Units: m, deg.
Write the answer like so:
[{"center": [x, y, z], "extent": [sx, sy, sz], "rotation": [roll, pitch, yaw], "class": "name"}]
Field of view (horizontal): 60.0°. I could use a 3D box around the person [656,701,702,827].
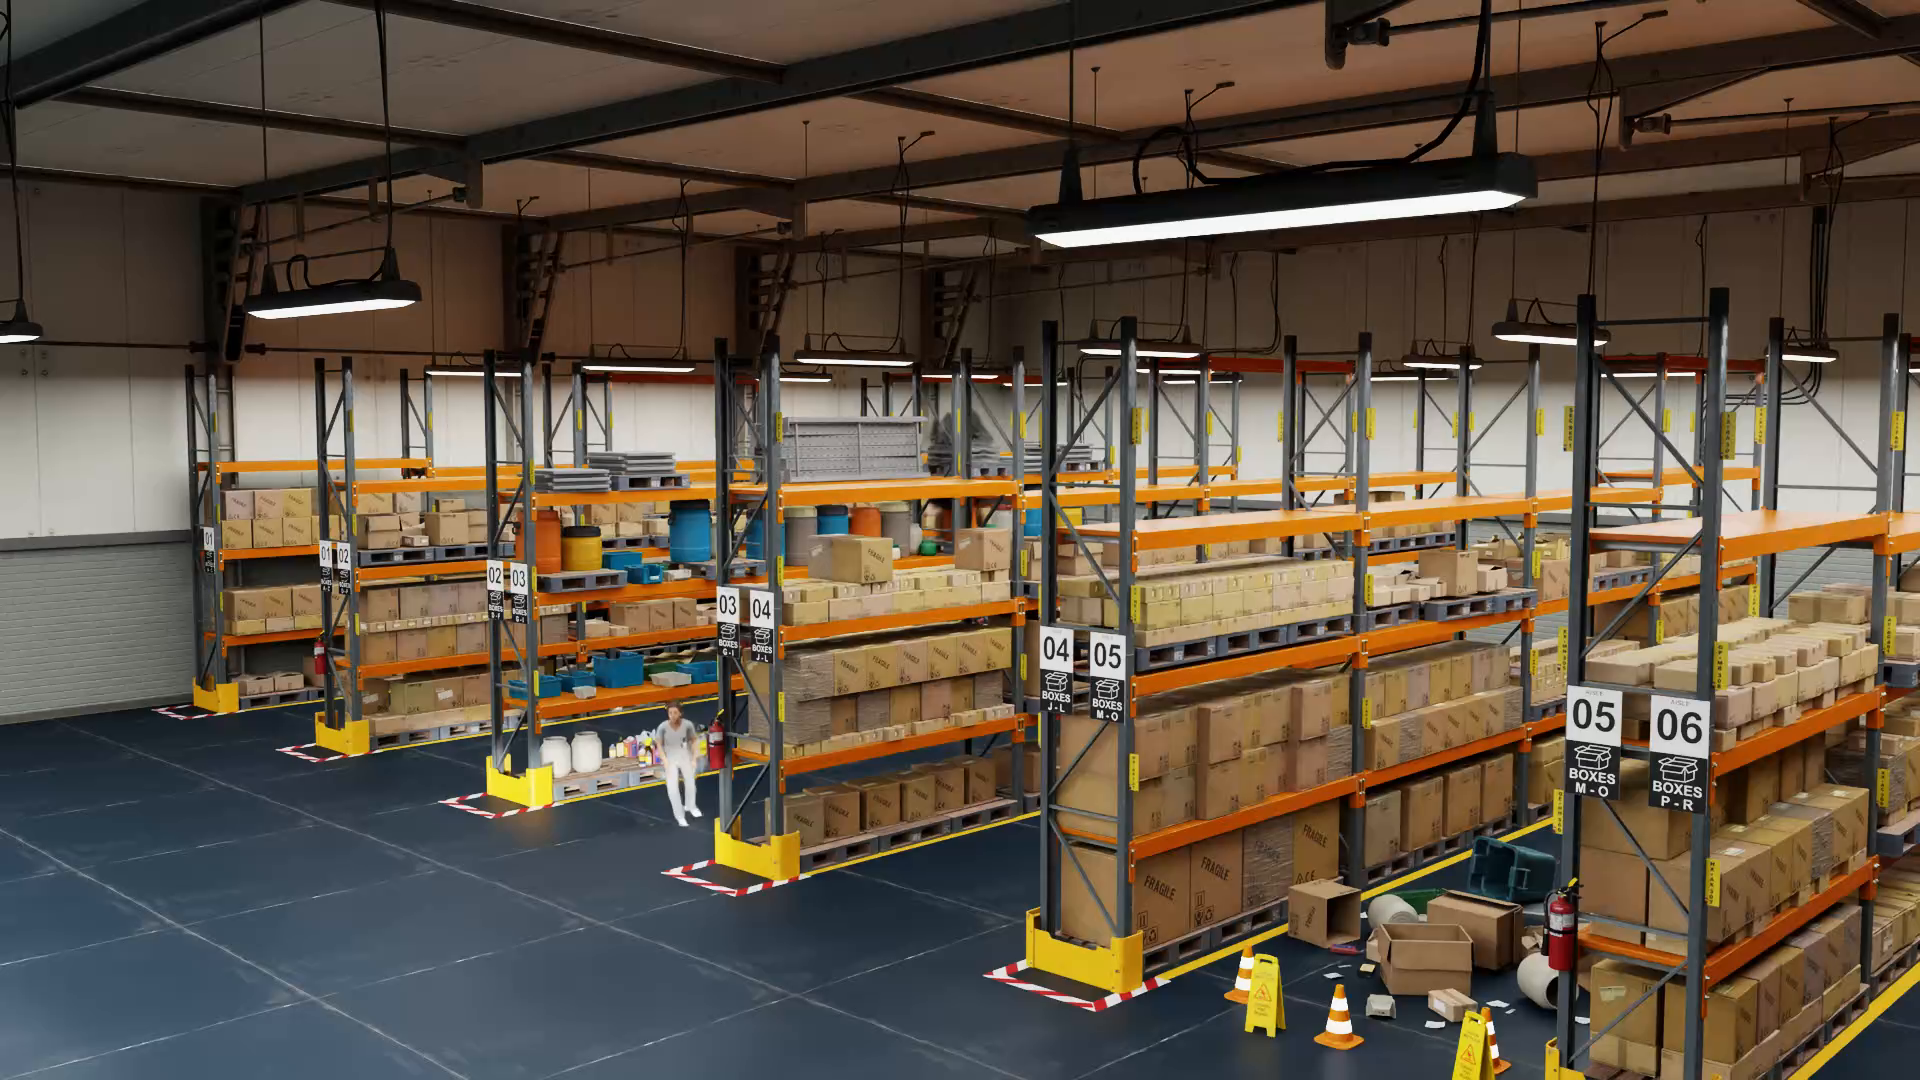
[{"center": [-3.524, 2.780, 20.852], "extent": [0.569, 1.608, 0.739], "rotation": [-1, 4, -11], "class": "person"}]
